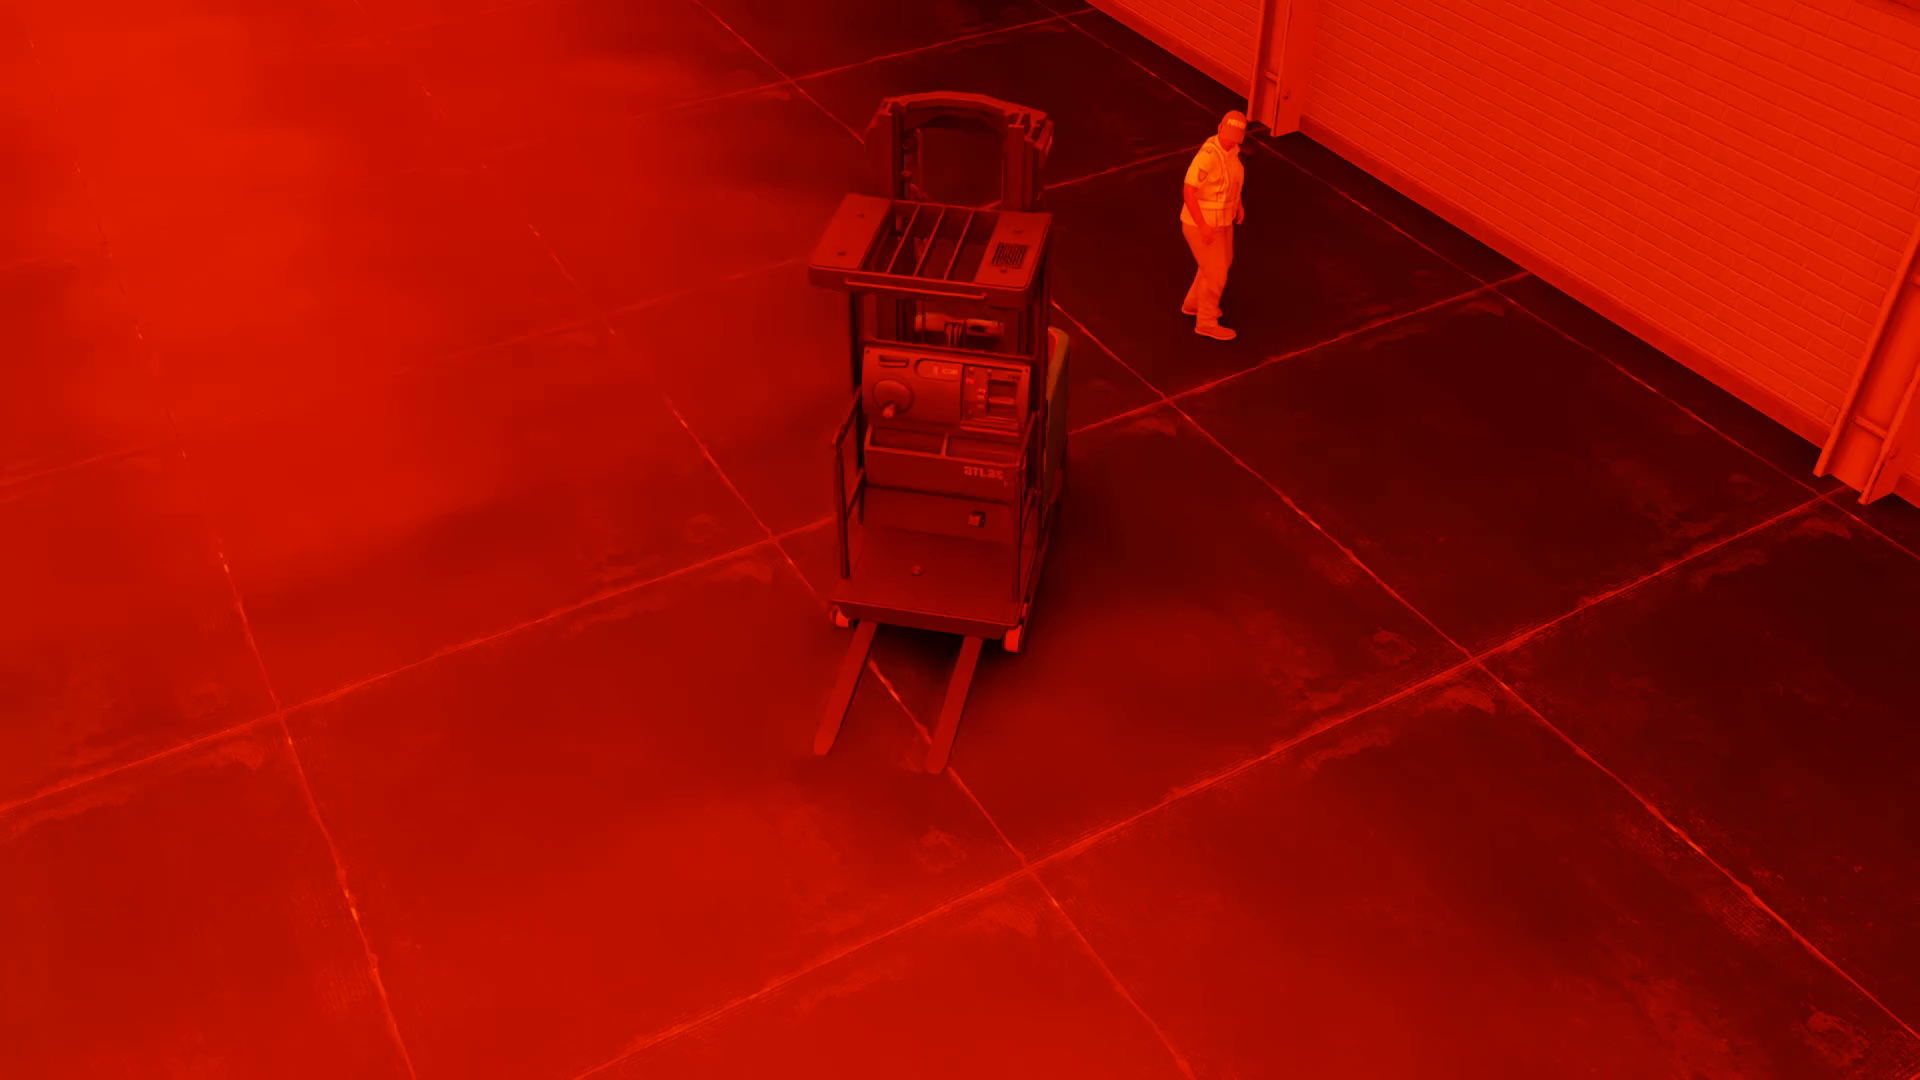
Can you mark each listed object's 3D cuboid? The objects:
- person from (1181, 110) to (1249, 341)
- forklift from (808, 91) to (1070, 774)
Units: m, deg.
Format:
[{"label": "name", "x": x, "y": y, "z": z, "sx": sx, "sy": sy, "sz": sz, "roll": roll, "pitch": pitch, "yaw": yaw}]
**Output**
[{"label": "person", "x": 1.841, "y": -2.256, "z": 11.771, "sx": 0.511, "sy": 1.644, "sz": 0.680, "roll": 16, "pitch": 42, "yaw": 19}, {"label": "forklift", "x": -0.120, "y": -0.745, "z": 8.935, "sx": 1.130, "sy": 2.935, "sz": 3.031, "roll": 8, "pitch": 40, "yaw": 9}]
